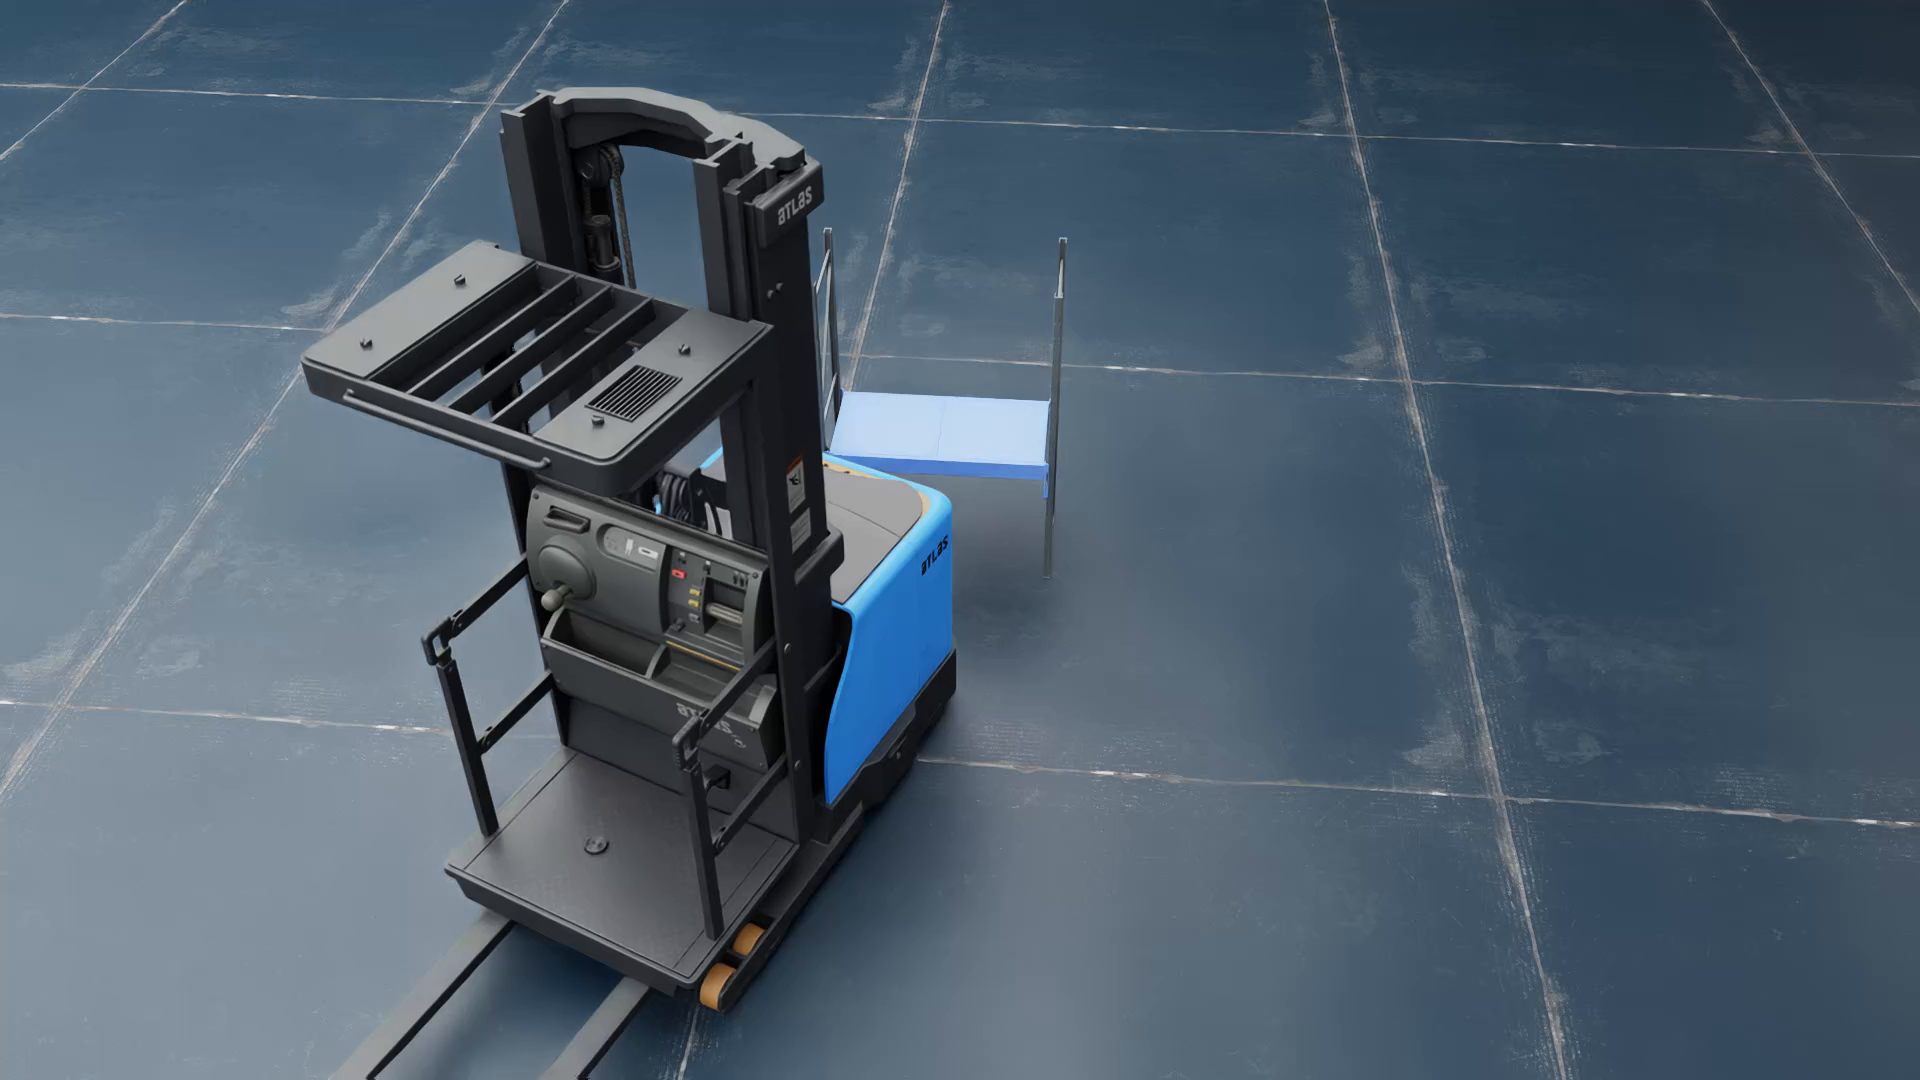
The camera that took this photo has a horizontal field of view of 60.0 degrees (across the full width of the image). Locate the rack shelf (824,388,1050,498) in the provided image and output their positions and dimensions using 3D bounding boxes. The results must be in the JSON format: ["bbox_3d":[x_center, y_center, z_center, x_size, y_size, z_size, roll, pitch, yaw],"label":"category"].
[{"bbox_3d":[-0.085,-0.447,7.566,1.000,0.185,0.538,3,39,4],"label":"rack shelf"}]

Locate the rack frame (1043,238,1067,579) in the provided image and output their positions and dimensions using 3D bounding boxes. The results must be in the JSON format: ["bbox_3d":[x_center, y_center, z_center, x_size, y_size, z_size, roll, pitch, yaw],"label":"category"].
[{"bbox_3d":[0.421,-0.559,7.419,0.032,1.500,0.500,3,39,4],"label":"rack frame"}]

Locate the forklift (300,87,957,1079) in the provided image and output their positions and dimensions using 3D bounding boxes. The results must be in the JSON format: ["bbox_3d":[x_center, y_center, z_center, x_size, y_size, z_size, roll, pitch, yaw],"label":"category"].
[{"bbox_3d":[-1.150,0.197,5.356,1.130,2.935,3.031,18,43,21],"label":"forklift"}]

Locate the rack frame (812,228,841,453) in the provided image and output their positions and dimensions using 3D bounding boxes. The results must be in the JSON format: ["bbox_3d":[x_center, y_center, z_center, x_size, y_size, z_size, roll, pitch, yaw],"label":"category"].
[{"bbox_3d":[-0.591,-0.614,7.487,0.032,1.500,0.500,3,39,4],"label":"rack frame"}]

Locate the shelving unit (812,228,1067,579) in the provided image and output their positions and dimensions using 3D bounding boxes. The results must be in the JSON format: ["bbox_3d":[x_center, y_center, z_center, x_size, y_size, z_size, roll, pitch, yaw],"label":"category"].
[{"bbox_3d":[-0.085,-0.586,7.453,1.048,1.500,0.538,3,39,4],"label":"shelving unit"}]
